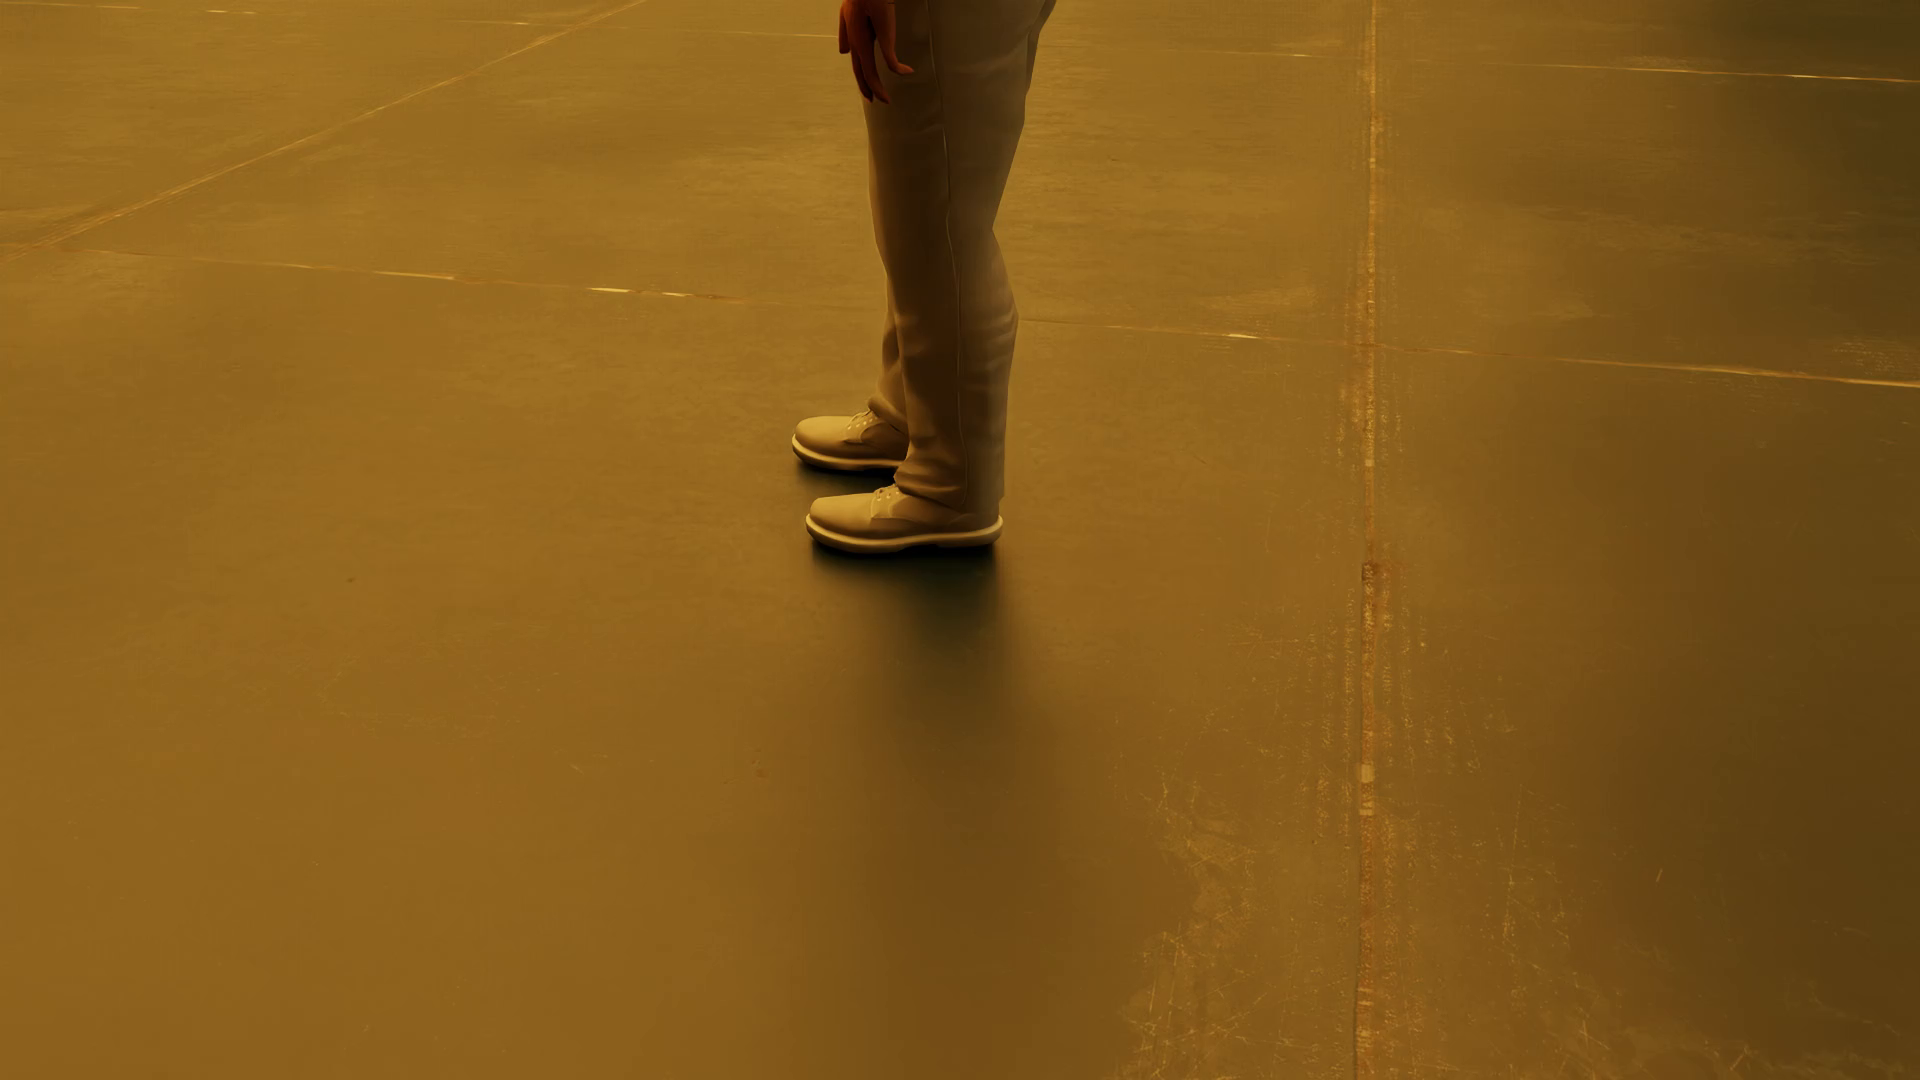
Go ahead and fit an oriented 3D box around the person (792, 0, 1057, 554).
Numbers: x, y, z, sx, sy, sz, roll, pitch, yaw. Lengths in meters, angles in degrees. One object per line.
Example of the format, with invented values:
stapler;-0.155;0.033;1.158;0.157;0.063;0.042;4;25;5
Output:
person;-0.069;-0.779;2.147;0.528;1.697;0.570;6;27;11
